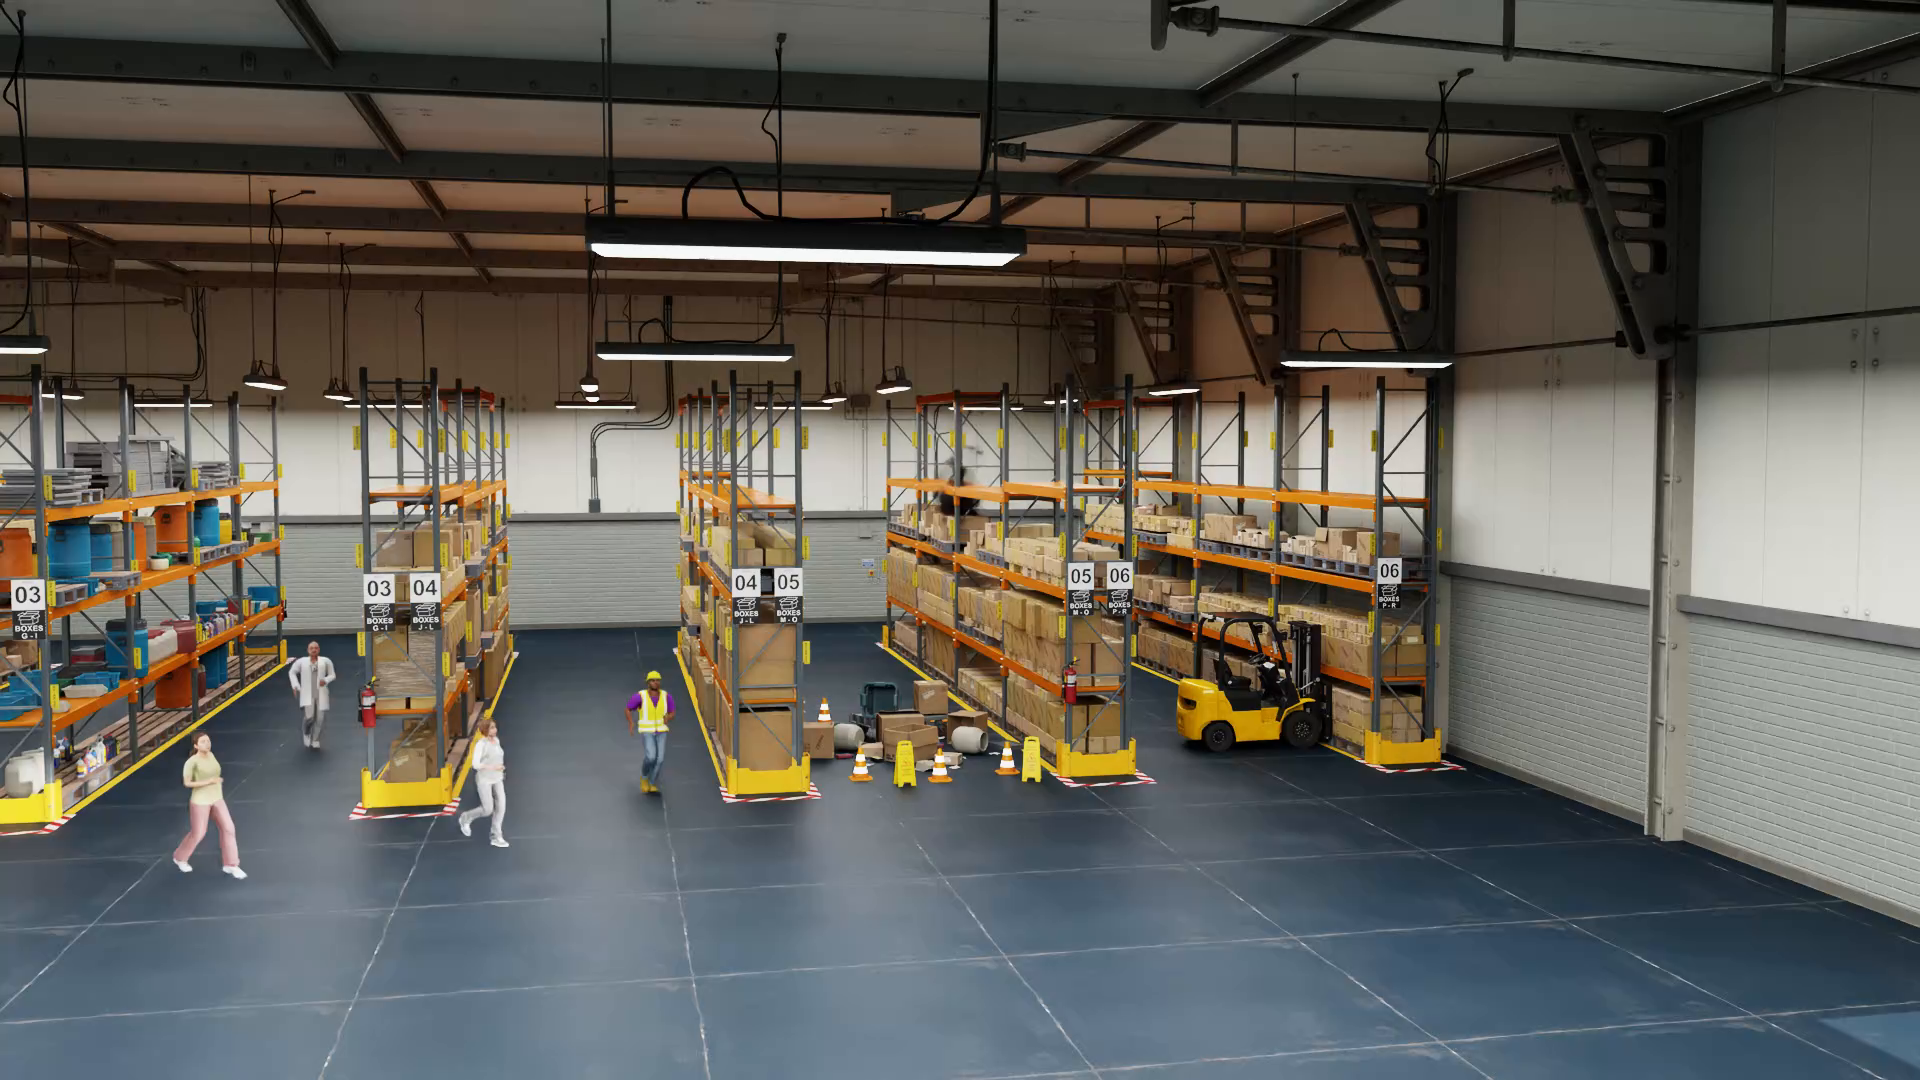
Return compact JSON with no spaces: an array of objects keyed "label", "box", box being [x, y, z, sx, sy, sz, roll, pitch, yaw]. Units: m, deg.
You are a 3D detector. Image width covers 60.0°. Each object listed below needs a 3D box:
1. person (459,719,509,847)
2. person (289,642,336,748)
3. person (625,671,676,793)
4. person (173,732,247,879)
[{"label":"person","box":[-5.843,2.989,20.546,0.686,1.567,0.540,1,4,23]},{"label":"person","box":[-10.459,2.520,26.917,0.692,1.737,0.655,-2,4,-28]},{"label":"person","box":[-4.346,2.722,23.573,0.680,1.718,0.600,-2,4,-27]},{"label":"person","box":[-8.627,3.025,19.066,0.965,1.668,0.578,2,4,25]}]
